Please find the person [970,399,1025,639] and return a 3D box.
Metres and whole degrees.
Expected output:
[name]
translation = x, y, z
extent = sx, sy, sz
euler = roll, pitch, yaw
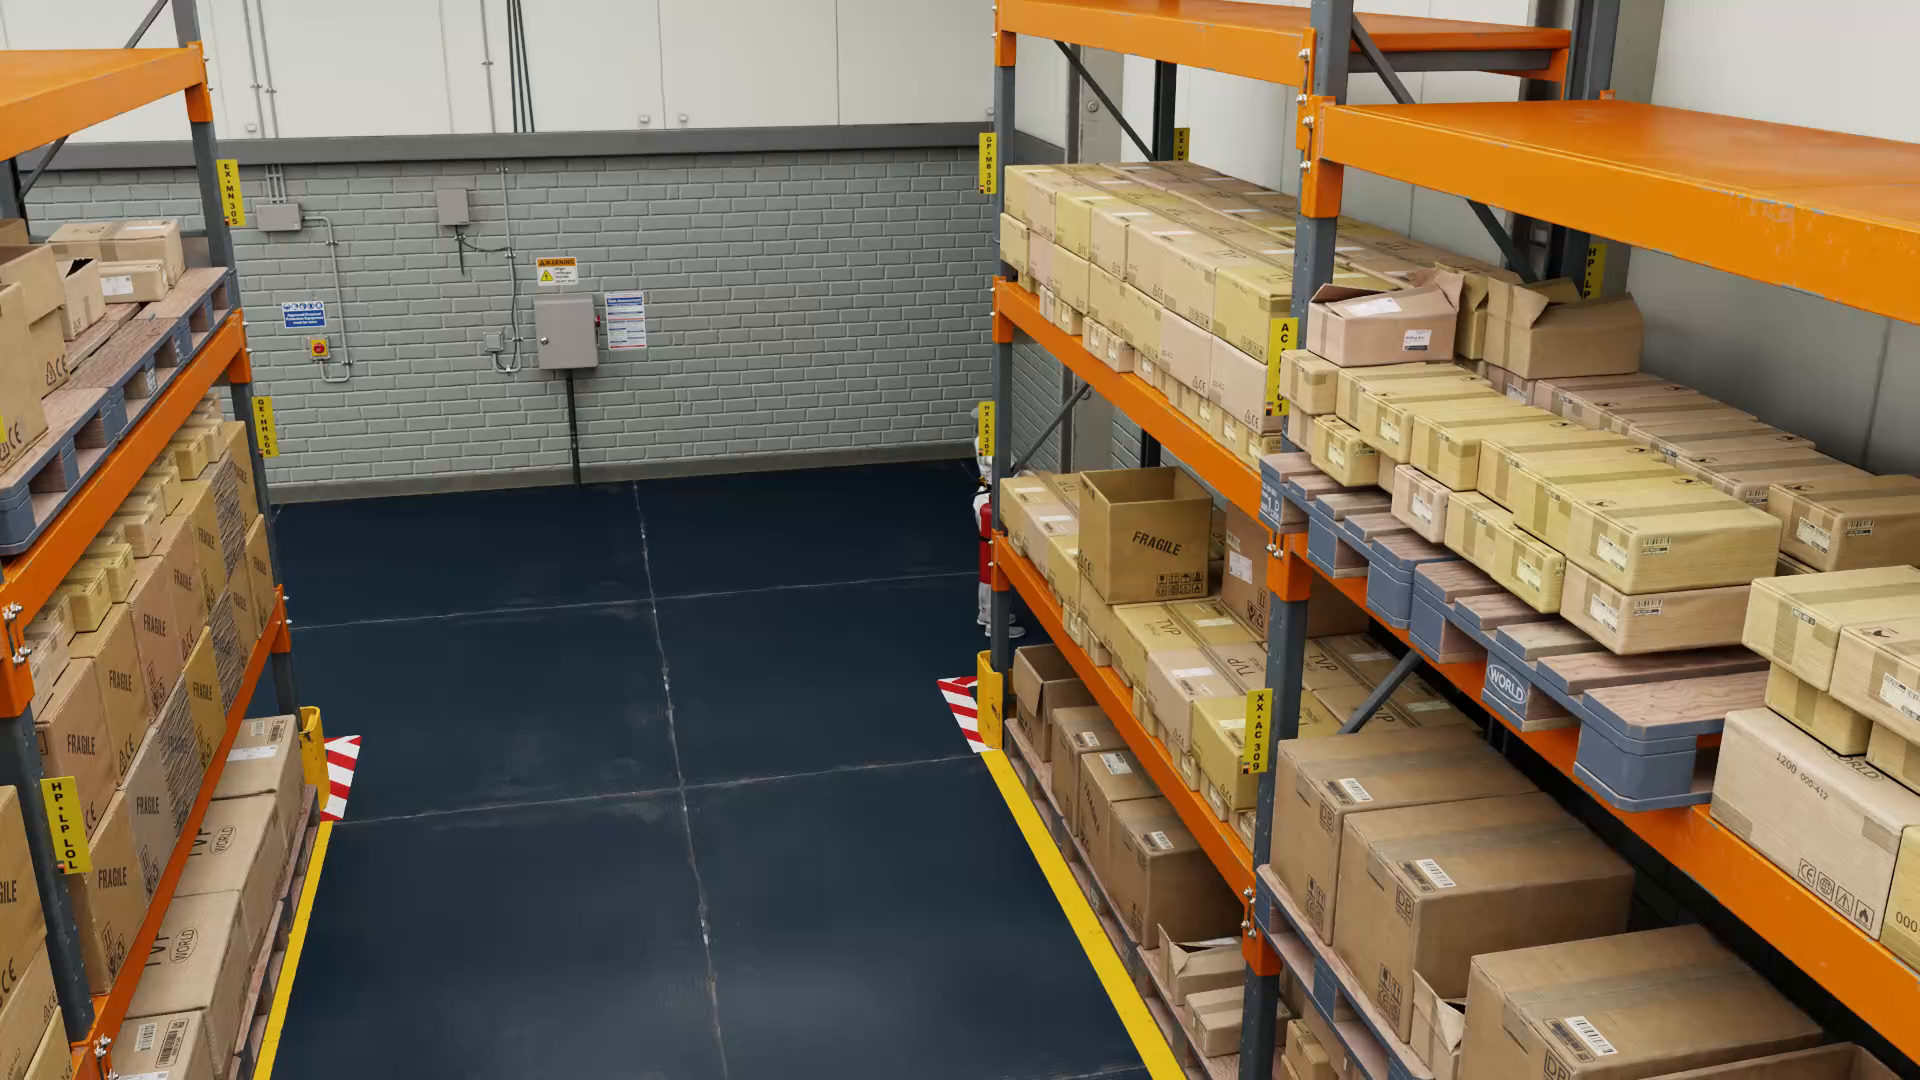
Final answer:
[person]
translation = 0.338, -0.161, 11.489
extent = 0.536, 1.690, 0.460
euler = -4, 20, -12
